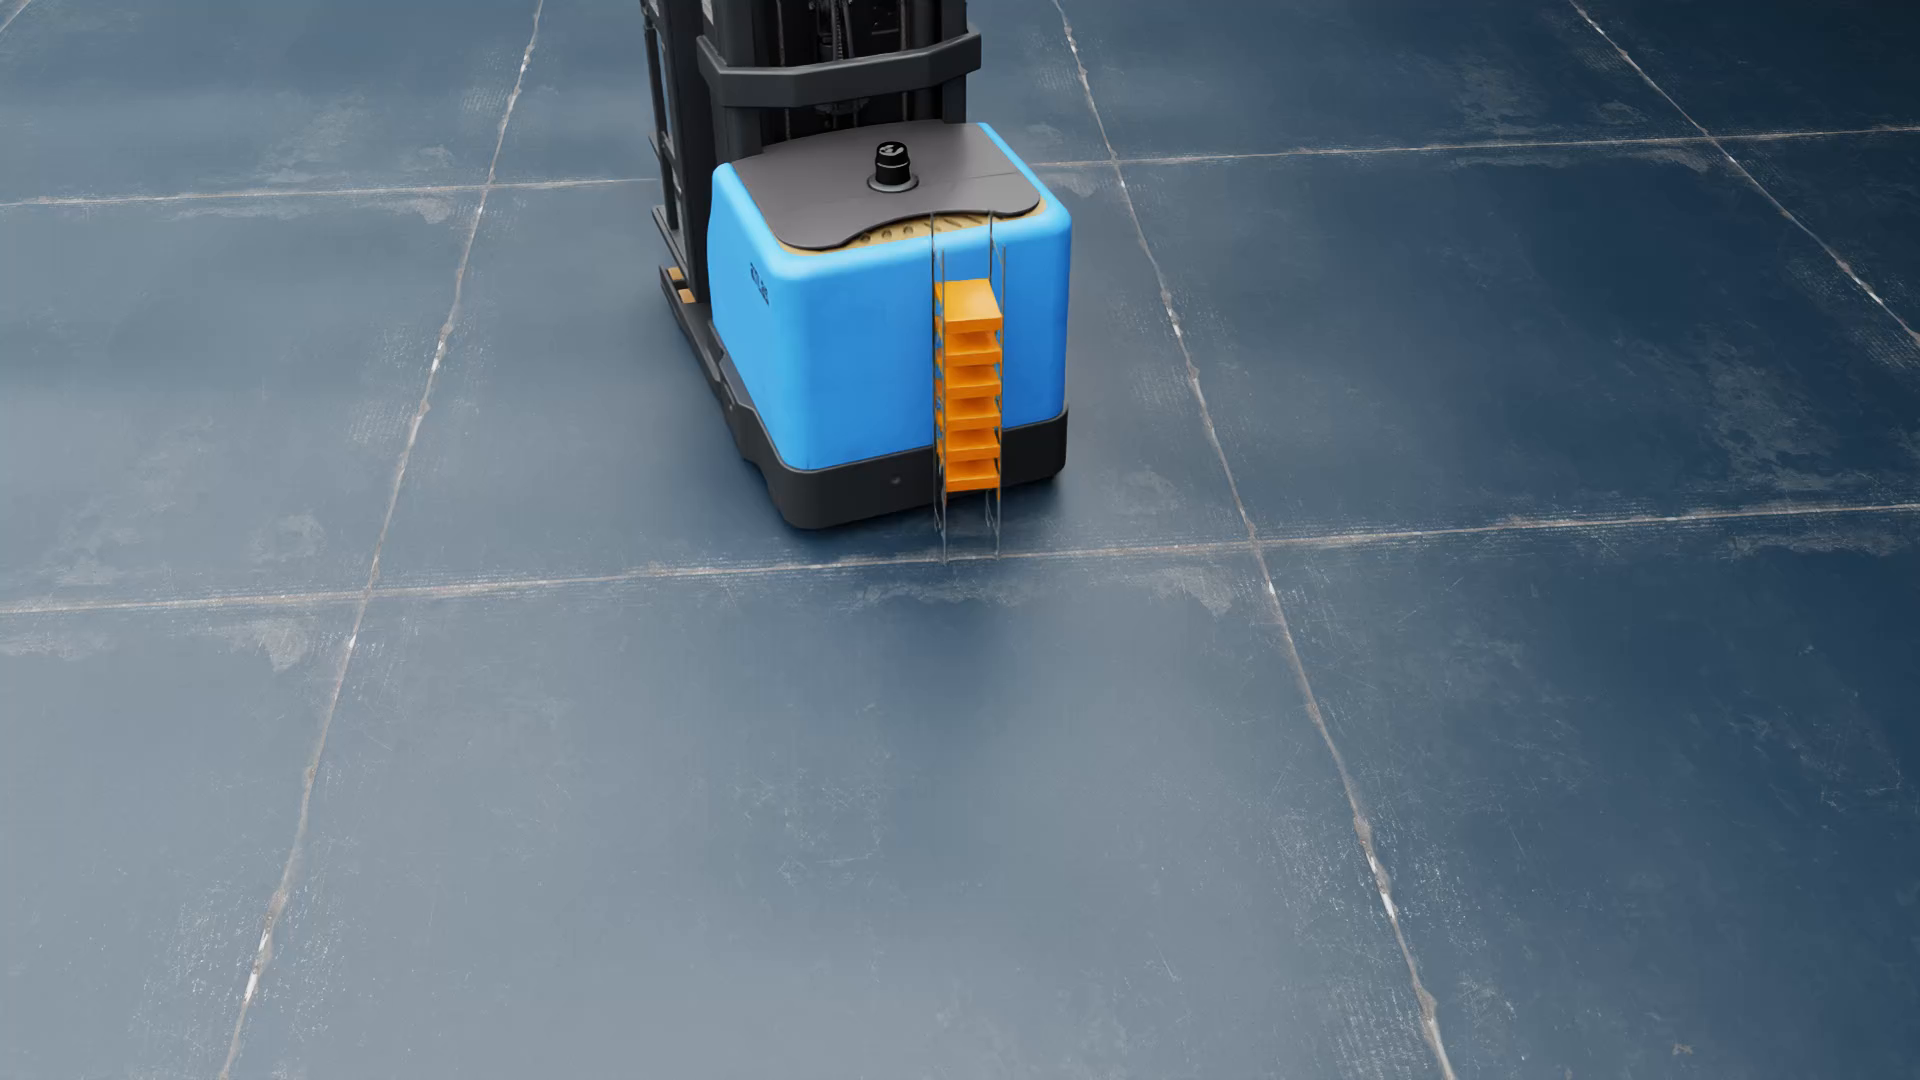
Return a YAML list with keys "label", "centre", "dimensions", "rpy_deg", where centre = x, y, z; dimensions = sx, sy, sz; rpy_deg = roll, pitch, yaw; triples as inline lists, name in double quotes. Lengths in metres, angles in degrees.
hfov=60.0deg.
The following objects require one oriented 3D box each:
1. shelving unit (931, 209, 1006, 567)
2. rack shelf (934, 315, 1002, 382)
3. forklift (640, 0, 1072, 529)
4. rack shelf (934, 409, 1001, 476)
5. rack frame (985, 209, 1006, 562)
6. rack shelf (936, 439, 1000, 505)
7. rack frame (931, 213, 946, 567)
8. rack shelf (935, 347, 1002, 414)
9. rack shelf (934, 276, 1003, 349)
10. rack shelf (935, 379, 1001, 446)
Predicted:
- label: "shelving unit"
  centre: [0.022, -0.461, 5.366]
  dimensions: [0.189, 1.200, 0.258]
  rpy_deg: [-6, 39, -7]
- label: "rack shelf"
  centre: [0.022, -0.615, 5.244]
  dimensions: [0.180, 0.103, 0.258]
  rpy_deg: [-6, 39, -7]
- label: "forklift"
  centre: [-0.615, -2.103, 6.049]
  dimensions: [1.130, 2.935, 3.031]
  rpy_deg: [-13, 40, -16]
- label: "rack shelf"
  centre: [0.022, -0.332, 5.468]
  dimensions: [0.180, 0.103, 0.258]
  rpy_deg: [-6, 39, -7]
- label: "rack frame"
  centre: [0.112, -0.470, 5.377]
  dimensions: [0.006, 1.200, 0.240]
  rpy_deg: [-6, 39, -7]
- label: "rack shelf"
  centre: [0.022, -0.238, 5.542]
  dimensions: [0.180, 0.103, 0.258]
  rpy_deg: [-6, 39, -7]
- label: "rack frame"
  centre: [-0.068, -0.452, 5.354]
  dimensions: [0.006, 1.200, 0.240]
  rpy_deg: [-6, 39, -7]
- label: "rack shelf"
  centre: [0.022, -0.521, 5.319]
  dimensions: [0.180, 0.103, 0.258]
  rpy_deg: [-6, 39, -7]
- label: "rack shelf"
  centre: [0.022, -0.709, 5.170]
  dimensions: [0.180, 0.103, 0.258]
  rpy_deg: [-6, 39, -7]
- label: "rack shelf"
  centre: [0.022, -0.426, 5.393]
  dimensions: [0.180, 0.103, 0.258]
  rpy_deg: [-6, 39, -7]
